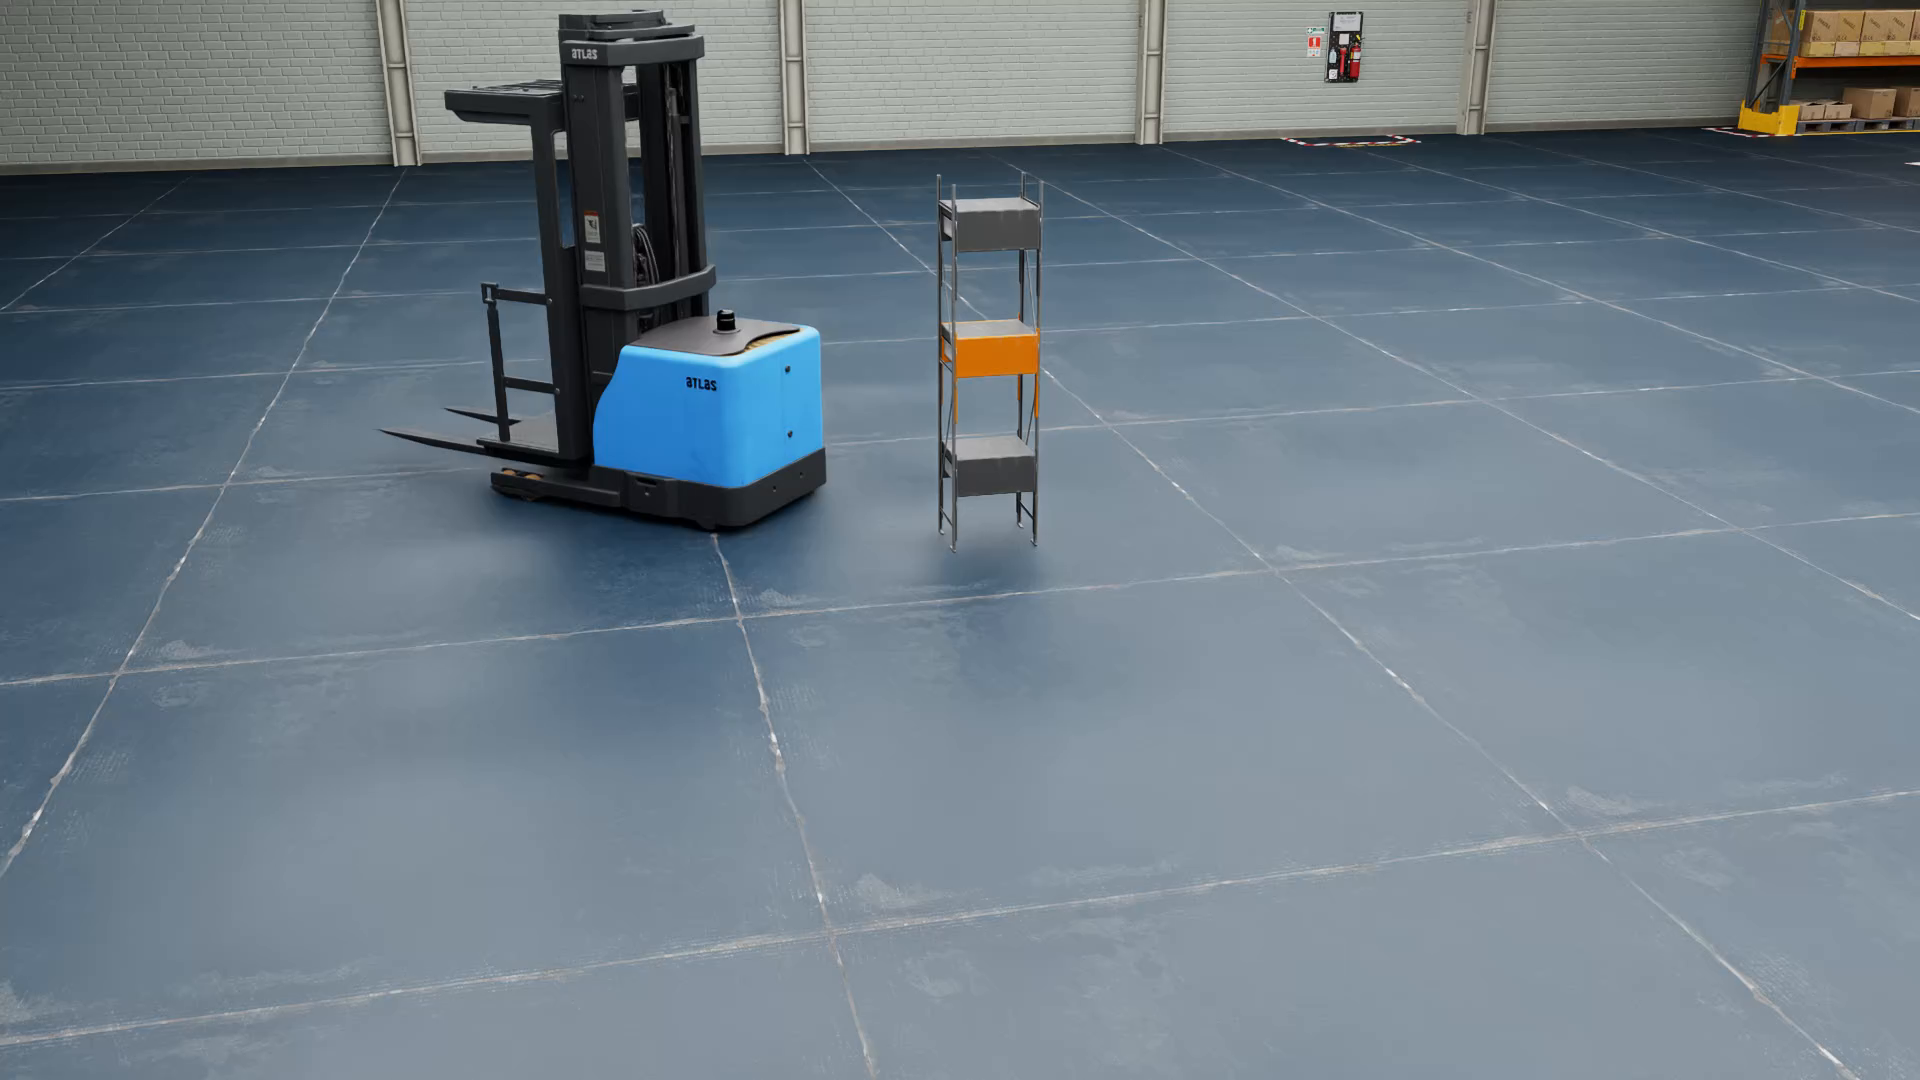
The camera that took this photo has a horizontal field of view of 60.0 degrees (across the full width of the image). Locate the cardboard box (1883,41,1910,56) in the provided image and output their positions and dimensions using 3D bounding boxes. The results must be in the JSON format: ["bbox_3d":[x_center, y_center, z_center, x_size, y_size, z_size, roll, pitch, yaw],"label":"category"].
[{"bbox_3d":[16.427,-8.733,29.484,0.500,0.250,0.500,-4,21,-12],"label":"cardboard box"}]

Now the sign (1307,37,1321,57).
[{"bbox_3d":[6.055,-8.433,28.424,0.234,0.329,0.001,-5,21,-12],"label":"sign"}]

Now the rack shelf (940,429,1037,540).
[{"bbox_3d":[0.161,-0.329,9.735,0.480,0.518,0.431,-5,21,-12],"label":"rack shelf"}]

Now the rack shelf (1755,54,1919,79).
[{"bbox_3d":[16.334,-8.559,29.865,4.000,0.370,1.077,-5,21,-12],"label":"rack shelf"}]

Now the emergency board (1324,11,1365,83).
[{"bbox_3d":[6.617,-8.426,28.455,0.643,1.169,0.194,-5,21,-12],"label":"emergency board"}]

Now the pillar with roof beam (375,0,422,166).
[{"bbox_3d":[-7.496,-8.560,20.099,0.400,9.000,9.100,-5,21,-12],"label":"pillar with roof beam"}]

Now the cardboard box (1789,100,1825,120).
[{"bbox_3d":[15.081,-7.707,29.763,0.500,0.311,0.500,-7,21,-19],"label":"cardboard box"}]

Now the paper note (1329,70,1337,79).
[{"bbox_3d":[6.429,-8.021,28.631,0.142,0.148,0.016,-5,21,-12],"label":"paper note"}]

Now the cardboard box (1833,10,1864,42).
[{"bbox_3d":[15.404,-9.003,29.128,0.500,0.500,0.500,-5,21,-12],"label":"cardboard box"}]

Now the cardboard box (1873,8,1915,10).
[{"bbox_3d":[16.784,-9.302,29.945,0.500,0.500,0.500,-4,21,-11],"label":"cardboard box"}]

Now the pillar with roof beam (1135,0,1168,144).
[{"bbox_3d":[4.182,-9.510,22.692,0.400,9.000,9.100,-5,21,-12],"label":"pillar with roof beam"}]

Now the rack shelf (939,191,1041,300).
[{"bbox_3d":[0.161,-1.644,9.253,0.480,0.518,0.431,-5,21,-12],"label":"rack shelf"}]

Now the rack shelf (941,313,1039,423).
[{"bbox_3d":[0.161,-0.986,9.494,0.480,0.518,0.431,-5,21,-12],"label":"rack shelf"}]

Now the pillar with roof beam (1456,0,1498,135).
[{"bbox_3d":[10.021,-9.984,23.988,0.400,9.000,9.100,-5,21,-12],"label":"pillar with roof beam"}]

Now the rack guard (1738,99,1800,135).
[{"bbox_3d":[14.461,-7.571,29.755,0.348,0.500,1.175,-5,21,-12],"label":"rack guard"}]

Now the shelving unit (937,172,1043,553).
[{"bbox_3d":[0.161,-0.999,9.489,0.503,2.100,0.431,-5,21,-12],"label":"shelving unit"}]

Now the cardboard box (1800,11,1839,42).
[{"bbox_3d":[14.921,-8.967,29.031,0.500,0.500,0.500,-5,21,-12],"label":"cardboard box"}]

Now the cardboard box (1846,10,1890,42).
[{"bbox_3d":[15.909,-9.041,29.234,0.500,0.500,0.500,-5,21,-14],"label":"cardboard box"}]

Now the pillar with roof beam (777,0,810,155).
[{"bbox_3d":[-1.657,-9.035,21.396,0.400,9.000,9.100,-5,21,-12],"label":"pillar with roof beam"}]

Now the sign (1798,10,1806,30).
[{"bbox_3d":[14.512,-8.963,28.664,0.005,0.325,0.100,-5,21,-12],"label":"sign"}]

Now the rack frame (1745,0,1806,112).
[{"bbox_3d":[14.387,-8.738,29.309,0.127,3.000,1.000,-5,21,-12],"label":"rack frame"}]

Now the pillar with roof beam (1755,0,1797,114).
[{"bbox_3d":[15.860,-10.459,25.285,0.400,9.000,9.100,-5,21,-12],"label":"pillar with roof beam"}]

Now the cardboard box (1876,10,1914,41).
[{"bbox_3d":[16.408,-9.086,29.357,0.500,0.500,0.500,-4,20,-11],"label":"cardboard box"}]

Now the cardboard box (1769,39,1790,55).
[{"bbox_3d":[14.798,-8.779,29.609,0.500,0.250,0.500,-4,21,-12],"label":"cardboard box"}]

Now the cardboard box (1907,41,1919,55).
[{"bbox_3d":[16.916,-8.773,29.593,0.500,0.250,0.500,-5,21,-13],"label":"cardboard box"}]

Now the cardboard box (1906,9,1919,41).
[{"bbox_3d":[16.914,-9.128,29.470,0.500,0.500,0.500,-5,21,-14],"label":"cardboard box"}]

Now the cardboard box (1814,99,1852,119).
[{"bbox_3d":[15.636,-7.752,29.886,0.500,0.311,0.500,-3,20,-8],"label":"cardboard box"}]

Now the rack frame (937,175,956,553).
[{"bbox_3d":[-0.076,-0.980,9.436,0.015,2.100,0.400,-5,21,-12],"label":"rack frame"}]

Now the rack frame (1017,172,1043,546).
[{"bbox_3d":[0.399,-1.018,9.542,0.015,2.100,0.400,-5,21,-12],"label":"rack frame"}]

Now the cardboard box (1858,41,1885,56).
[{"bbox_3d":[15.934,-8.694,29.376,0.500,0.250,0.500,-5,21,-13],"label":"cardboard box"}]

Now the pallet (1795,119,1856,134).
[{"bbox_3d":[15.260,-7.488,29.948,1.213,0.211,1.003,-5,21,-12],"label":"pallet"}]

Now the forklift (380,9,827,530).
[{"bbox_3d":[-2.402,-1.772,10.391,3.031,2.935,1.130,10,22,25],"label":"forklift"}]

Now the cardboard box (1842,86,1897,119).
[{"bbox_3d":[16.362,-7.882,29.966,0.500,0.500,0.700,-6,21,-16],"label":"cardboard box"}]

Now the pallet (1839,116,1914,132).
[{"bbox_3d":[16.445,-7.583,30.208,1.213,0.211,1.003,-5,21,-12],"label":"pallet"}]

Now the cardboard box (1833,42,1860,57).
[{"bbox_3d":[15.437,-8.656,29.272,0.500,0.250,0.500,-5,21,-14],"label":"cardboard box"}]

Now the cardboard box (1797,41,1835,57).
[{"bbox_3d":[14.935,-8.610,29.146,0.500,0.250,0.500,-5,21,-14],"label":"cardboard box"}]

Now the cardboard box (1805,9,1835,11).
[{"bbox_3d":[15.289,-9.175,29.598,0.500,0.500,0.500,-4,21,-12],"label":"cardboard box"}]

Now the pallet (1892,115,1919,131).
[{"bbox_3d":[17.634,-7.681,30.475,1.213,0.211,1.003,-5,21,-12],"label":"pallet"}]

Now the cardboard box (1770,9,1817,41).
[{"bbox_3d":[14.797,-9.138,29.498,0.500,0.500,0.500,-5,21,-13],"label":"cardboard box"}]

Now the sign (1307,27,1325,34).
[{"bbox_3d":[6.061,-8.679,28.325,0.331,0.109,0.001,-5,21,-12],"label":"sign"}]

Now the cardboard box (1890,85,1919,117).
[{"bbox_3d":[17.279,-7.992,30.267,0.500,0.500,0.500,-6,21,-17],"label":"cardboard box"}]

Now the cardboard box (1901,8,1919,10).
[{"bbox_3d":[17.270,-9.339,30.047,0.500,0.500,0.500,-5,21,-13],"label":"cardboard box"}]
